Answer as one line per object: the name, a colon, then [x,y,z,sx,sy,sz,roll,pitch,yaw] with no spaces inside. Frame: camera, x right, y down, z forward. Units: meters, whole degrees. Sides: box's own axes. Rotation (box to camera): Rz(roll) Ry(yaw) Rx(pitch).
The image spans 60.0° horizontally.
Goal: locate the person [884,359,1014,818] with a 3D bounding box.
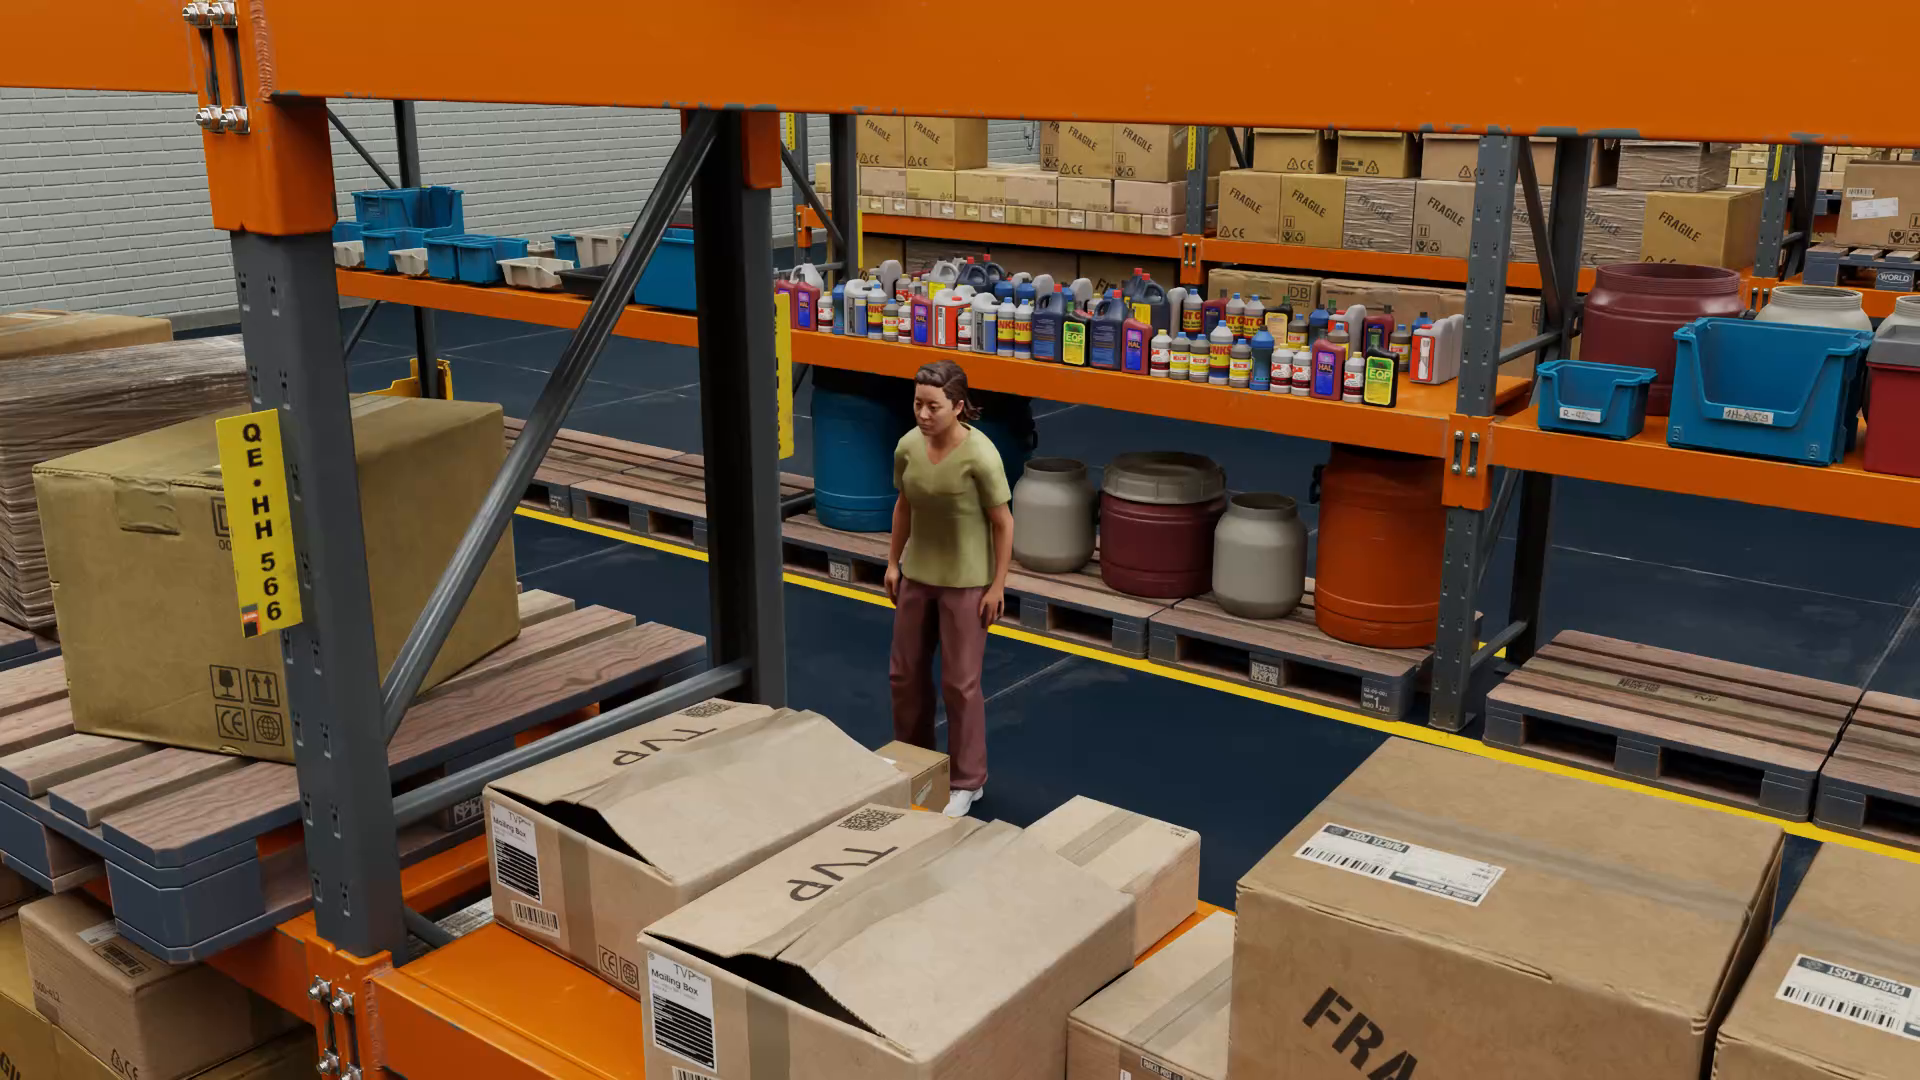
person: [-0.066,0.166,5.989,0.516,1.671,0.363,11,20,32]
